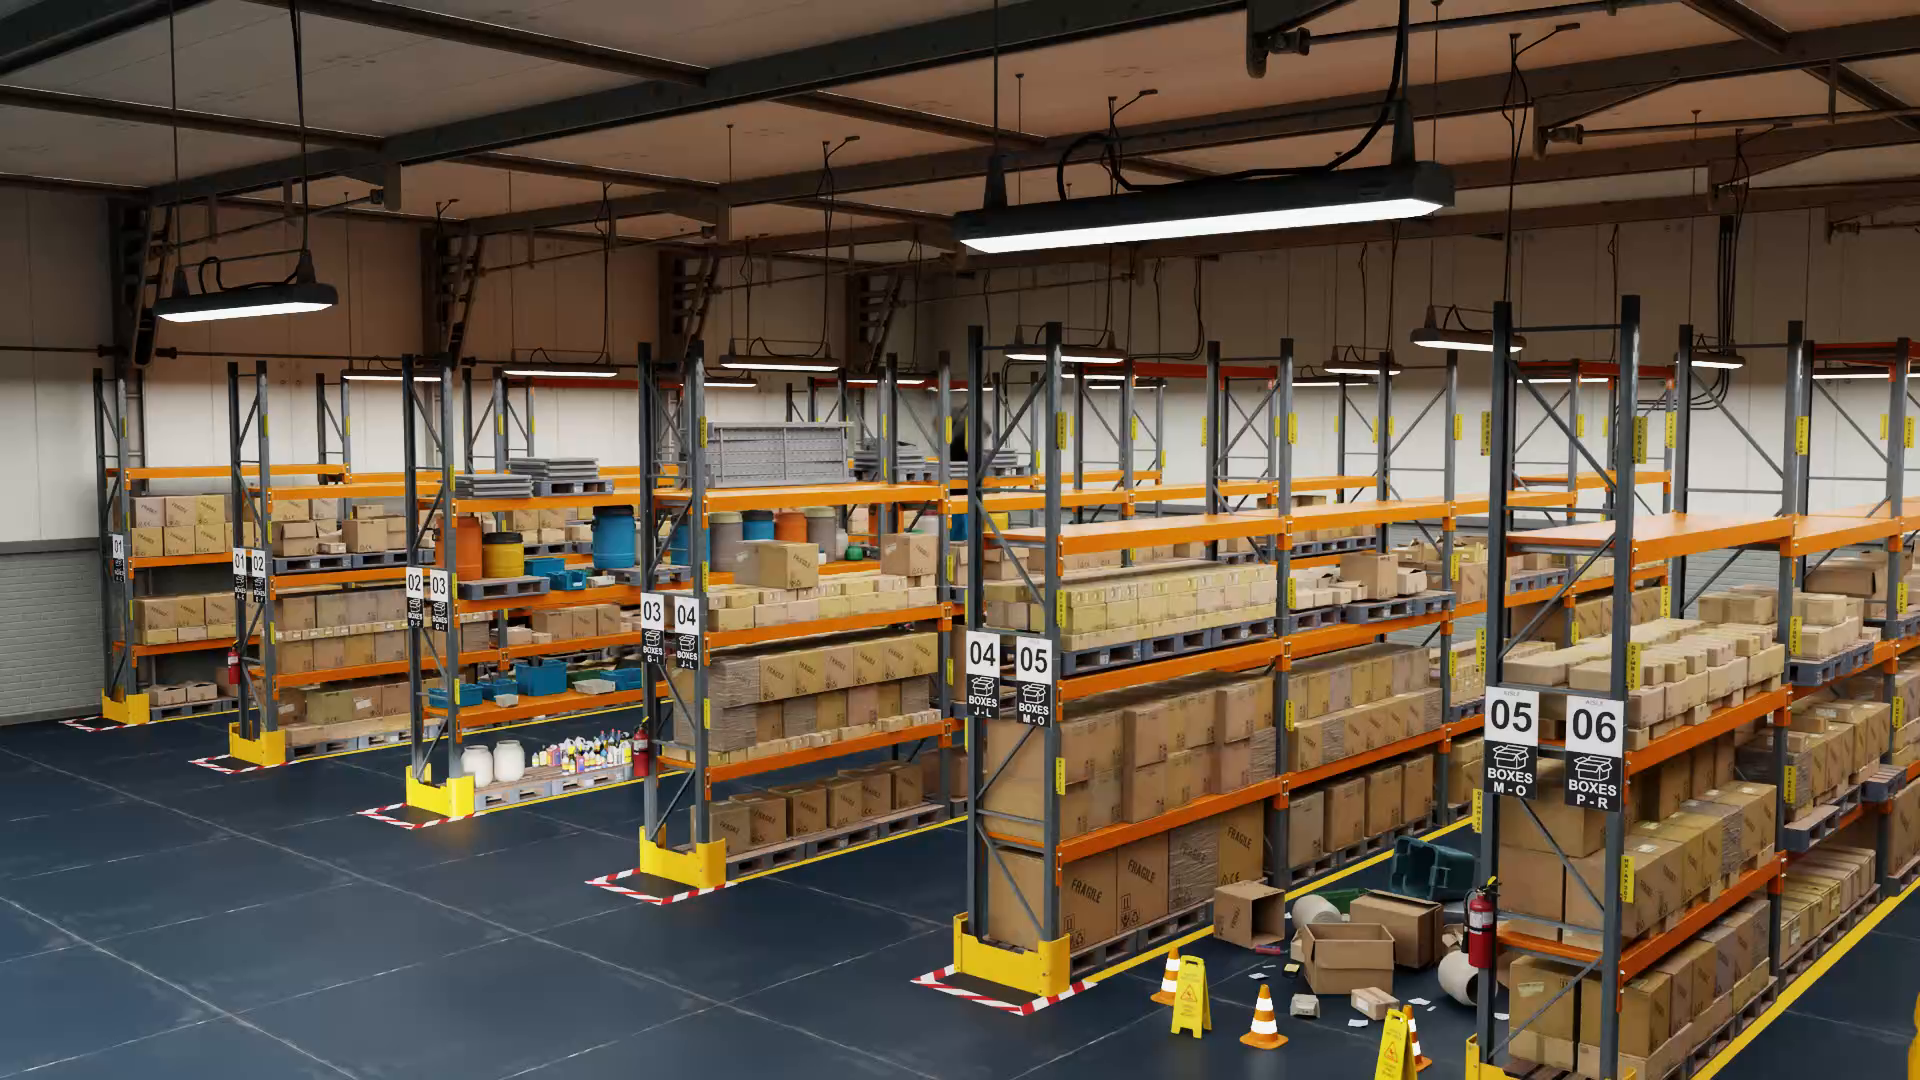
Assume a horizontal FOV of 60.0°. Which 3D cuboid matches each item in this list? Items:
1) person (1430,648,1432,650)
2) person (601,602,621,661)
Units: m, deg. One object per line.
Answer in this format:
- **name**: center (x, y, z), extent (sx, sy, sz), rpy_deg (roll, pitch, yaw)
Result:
- **person**: center (7.323, 2.477, 25.806), extent (0.641, 1.628, 0.607), rpy_deg (-4, 6, -43)
- **person**: center (-6.619, 1.996, 31.746), extent (0.586, 1.656, 0.803), rpy_deg (3, 5, 35)
